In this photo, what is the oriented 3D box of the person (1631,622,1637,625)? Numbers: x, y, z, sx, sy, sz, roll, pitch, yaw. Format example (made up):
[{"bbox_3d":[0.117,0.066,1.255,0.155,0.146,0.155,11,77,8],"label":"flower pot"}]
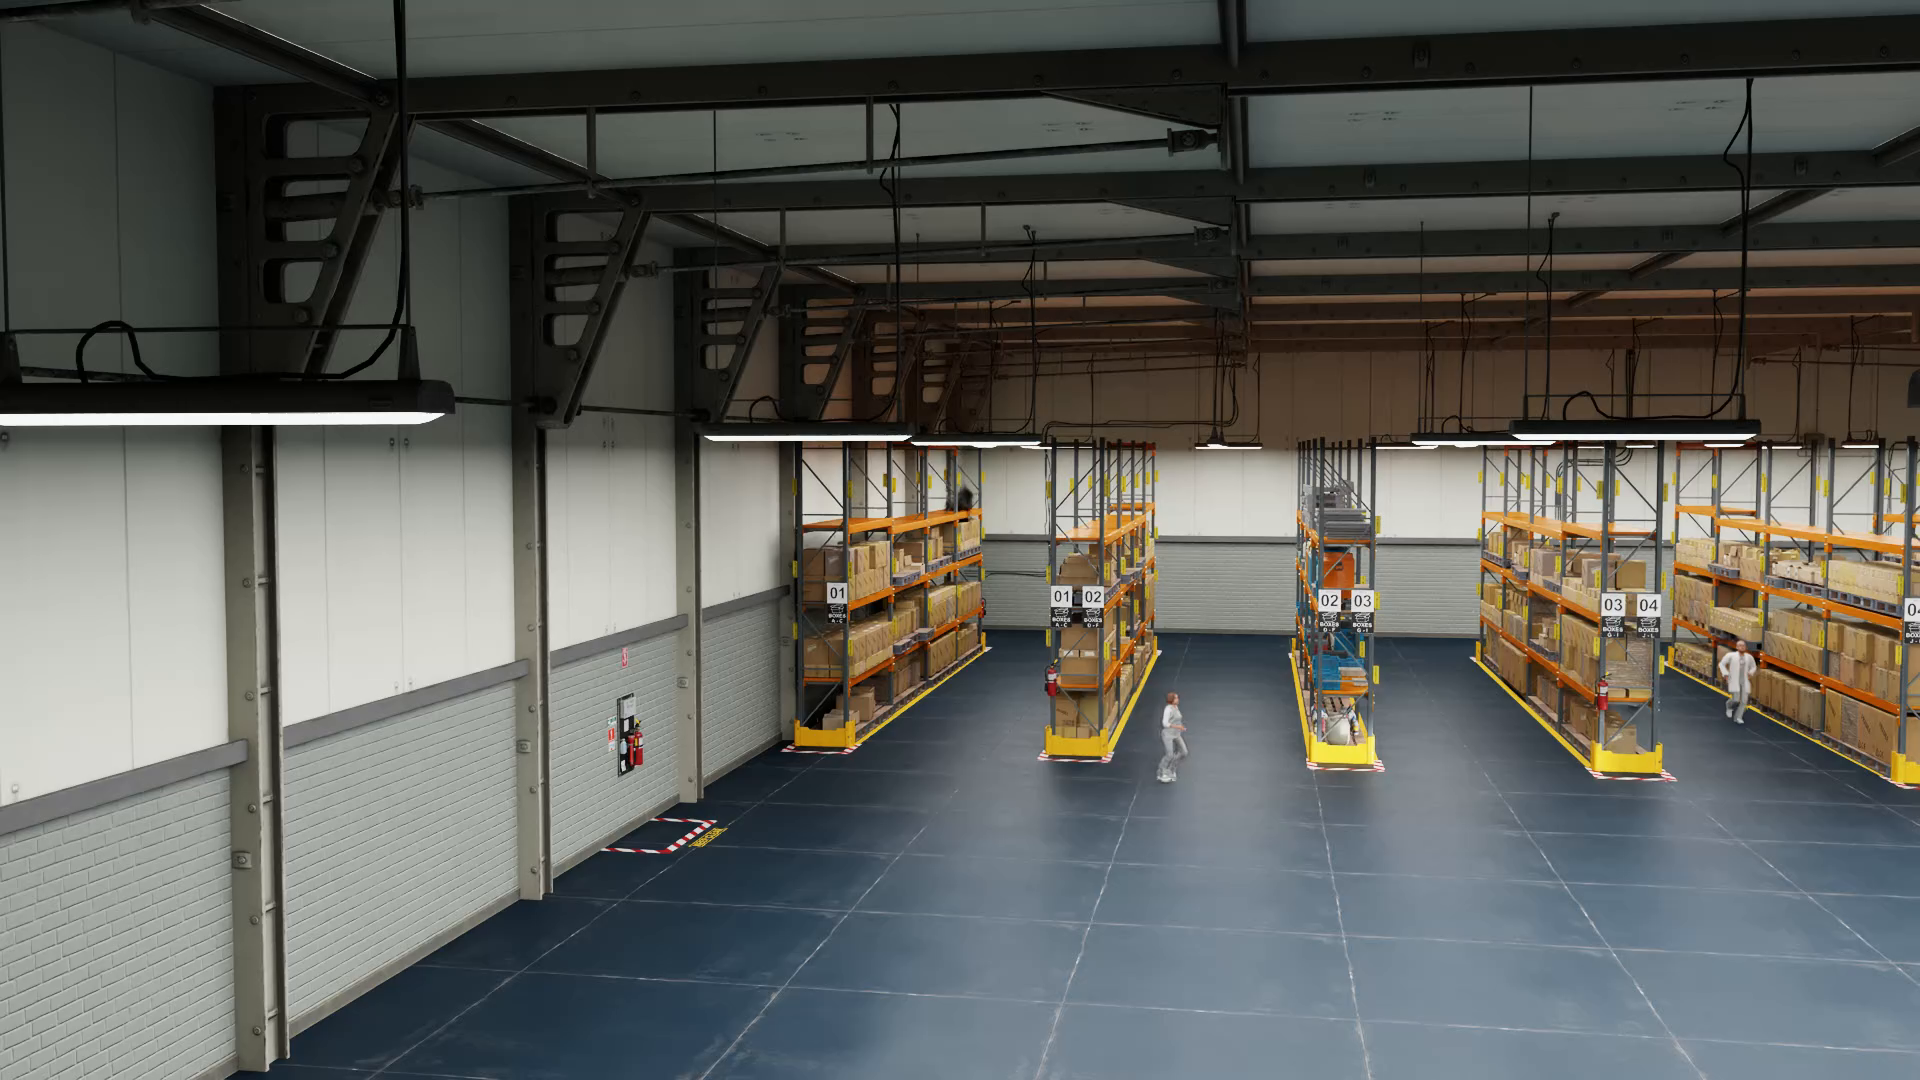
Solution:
[{"bbox_3d":[18.134,2.495,45.317,0.578,1.693,0.742,-2,4,-30],"label":"person"}]

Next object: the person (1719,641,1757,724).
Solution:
[{"bbox_3d":[16.456,2.994,35.128,0.729,1.731,0.671,0,3,5],"label":"person"}]

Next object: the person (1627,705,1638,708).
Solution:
[{"bbox_3d":[15.110,2.900,37.182,0.652,1.718,0.653,0,3,1],"label":"person"}]

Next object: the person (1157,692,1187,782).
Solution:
[{"bbox_3d":[3.673,3.409,28.717,0.629,1.584,0.540,2,4,38],"label":"person"}]
